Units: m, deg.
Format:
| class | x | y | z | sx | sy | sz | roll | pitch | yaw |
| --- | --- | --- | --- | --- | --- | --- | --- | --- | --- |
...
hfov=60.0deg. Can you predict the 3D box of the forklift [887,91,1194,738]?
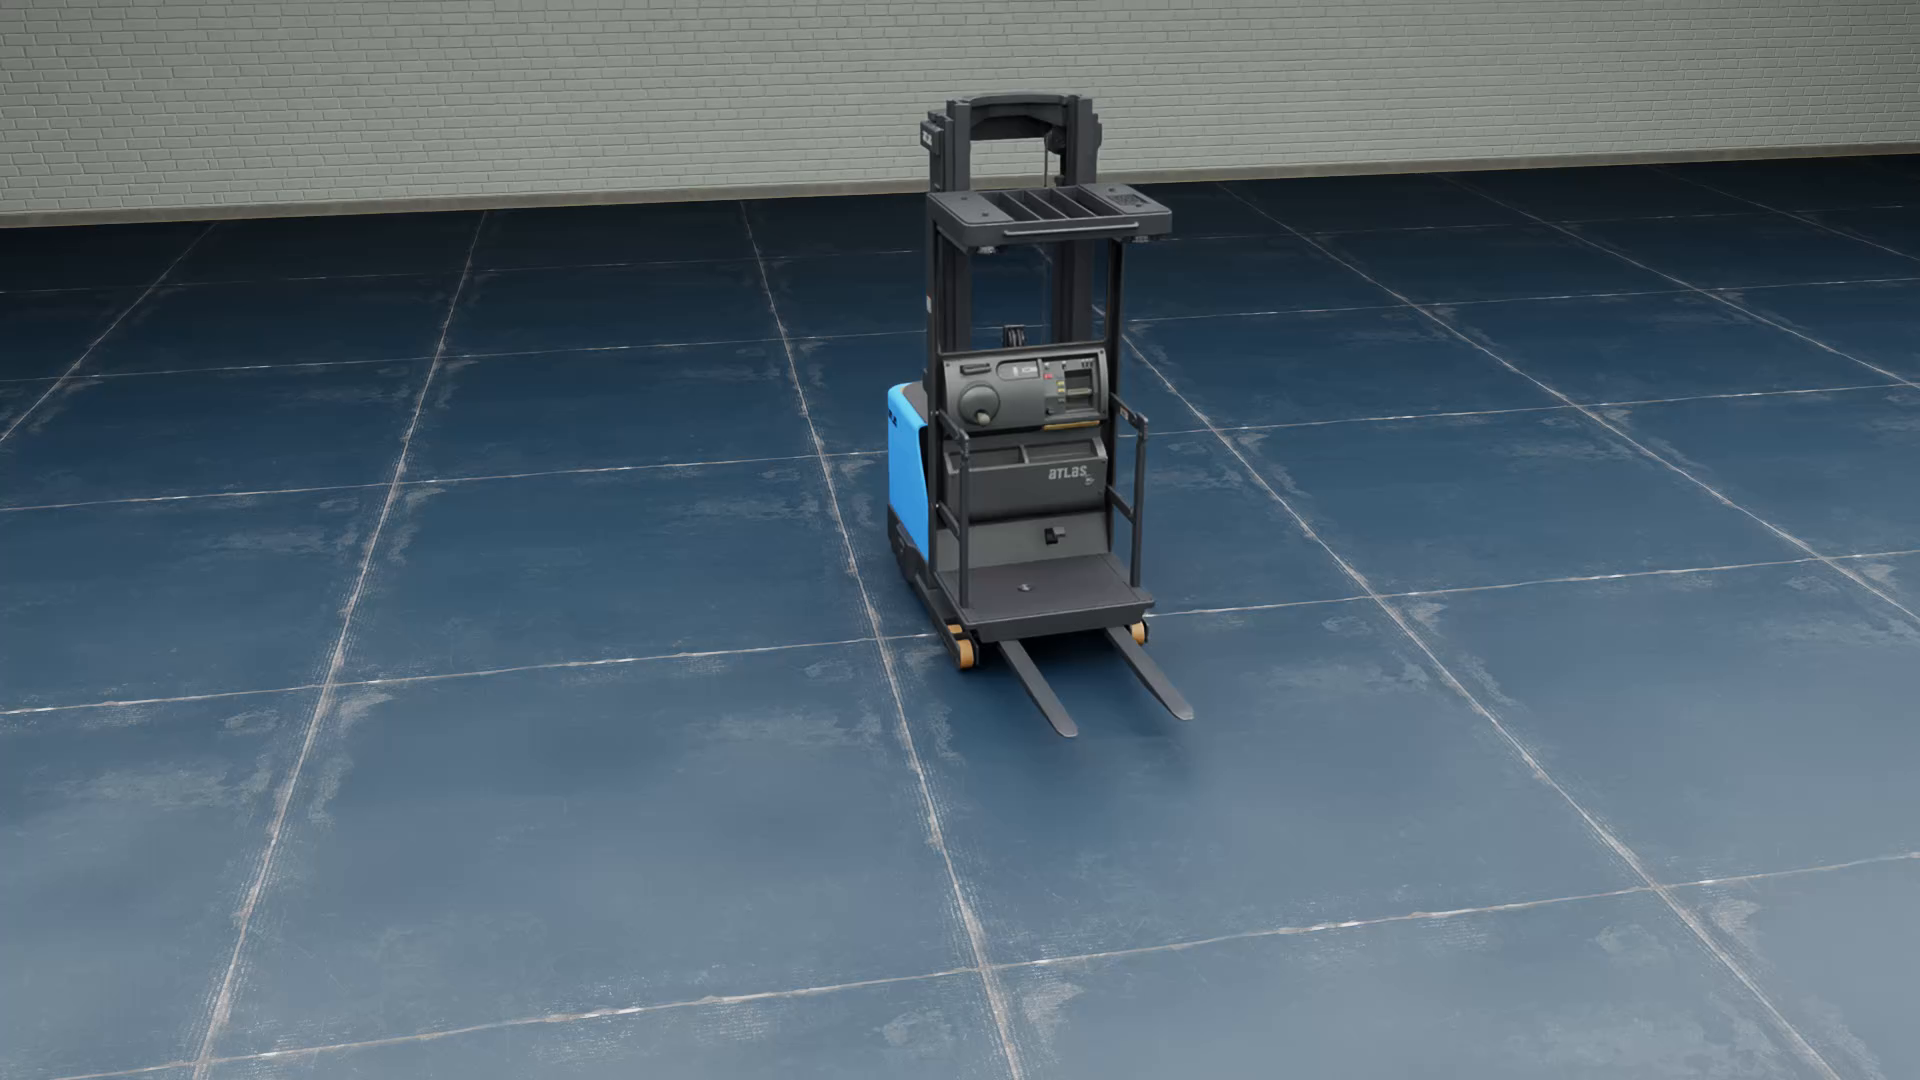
| class | x | y | z | sx | sy | sz | roll | pitch | yaw |
| --- | --- | --- | --- | --- | --- | --- | --- | --- | --- |
| forklift | 0.425 | -0.807 | 8.935 | 1.130 | 2.935 | 3.031 | -6 | 24 | -14 |
